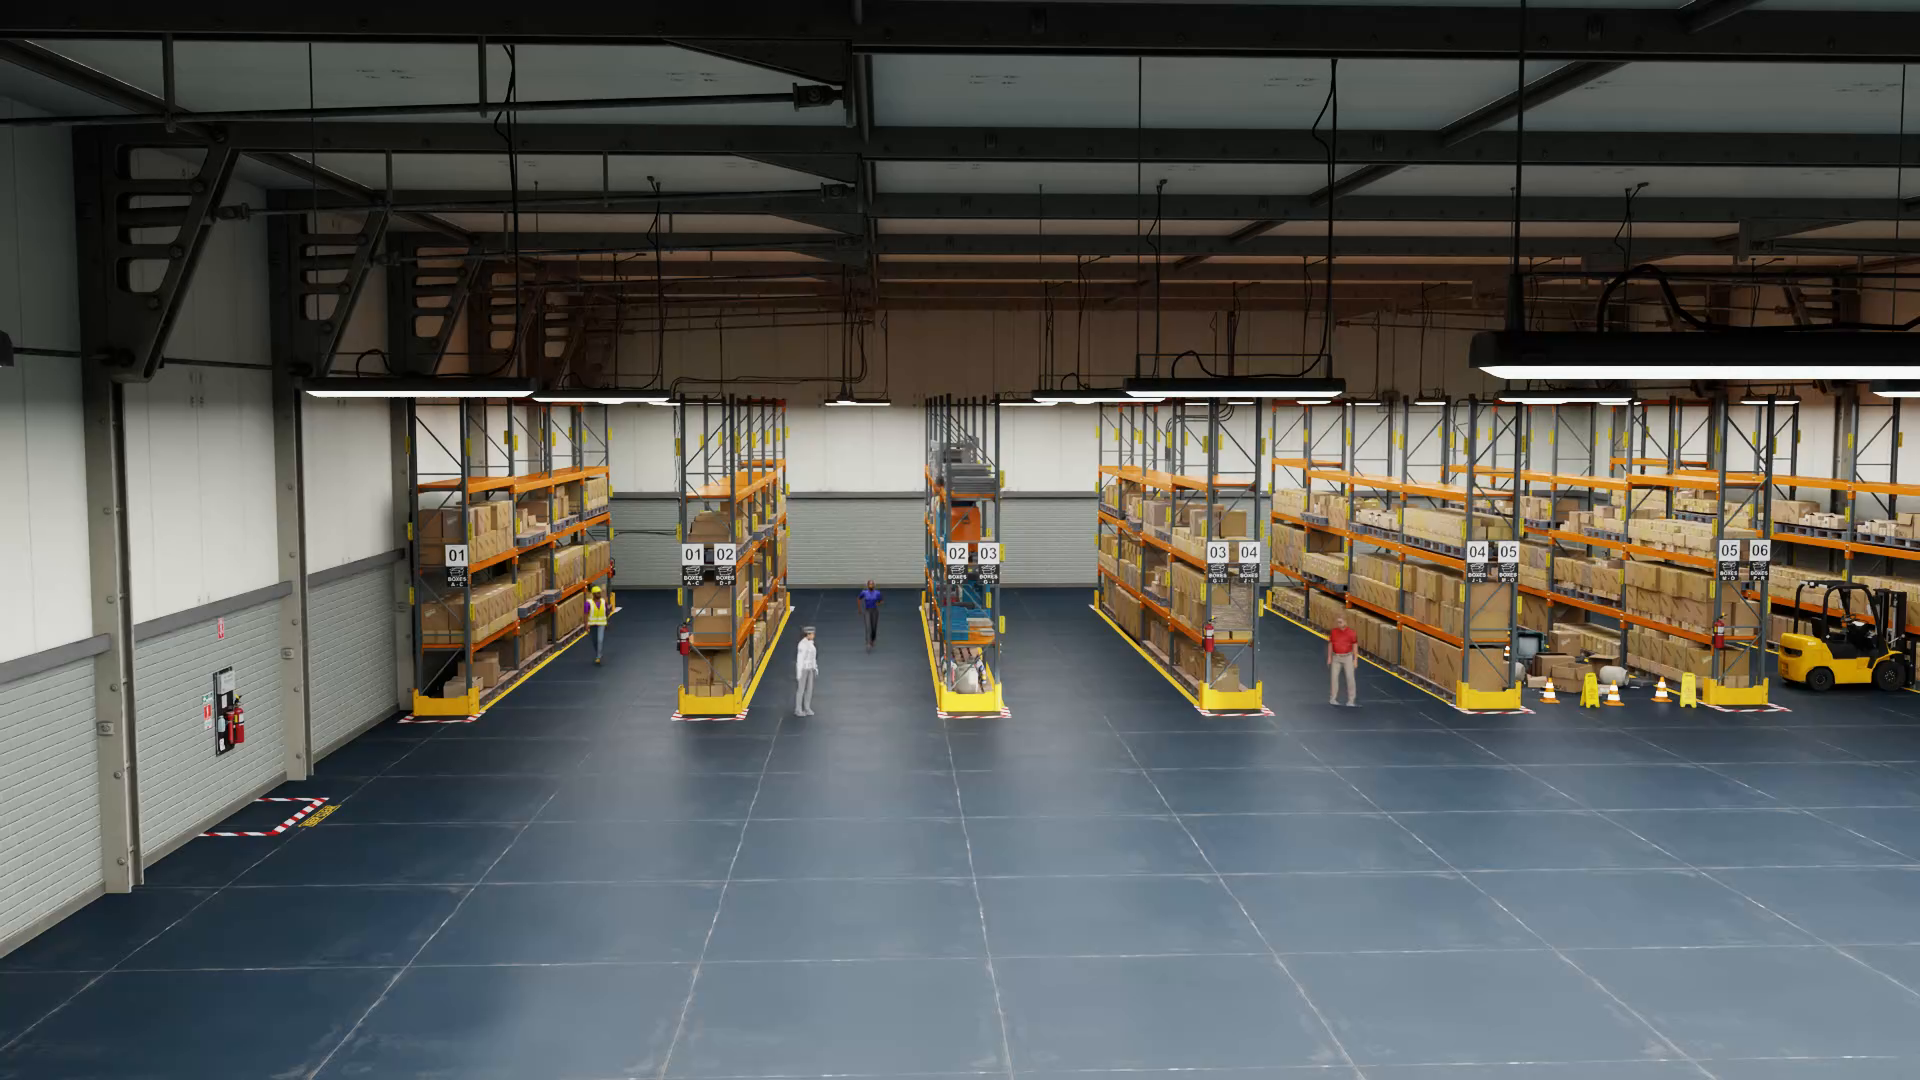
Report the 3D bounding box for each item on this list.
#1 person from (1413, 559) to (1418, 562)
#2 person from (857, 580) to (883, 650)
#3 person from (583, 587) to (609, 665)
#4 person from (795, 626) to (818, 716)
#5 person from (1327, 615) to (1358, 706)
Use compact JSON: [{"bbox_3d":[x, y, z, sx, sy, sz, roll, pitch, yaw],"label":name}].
[{"bbox_3d":[12.410,1.346,45.536,0.361,1.628,0.505,0,5,1],"label":"person"},{"bbox_3d":[-2.132,1.753,39.584,0.628,1.608,1.028,0,5,-2],"label":"person"},{"bbox_3d":[-8.189,1.912,37.353,0.507,1.732,1.007,0,5,1],"label":"person"},{"bbox_3d":[-2.882,2.441,31.074,0.390,1.673,0.528,2,5,26],"label":"person"},{"bbox_3d":[7.379,2.318,32.127,0.586,1.730,0.415,3,5,30],"label":"person"}]
